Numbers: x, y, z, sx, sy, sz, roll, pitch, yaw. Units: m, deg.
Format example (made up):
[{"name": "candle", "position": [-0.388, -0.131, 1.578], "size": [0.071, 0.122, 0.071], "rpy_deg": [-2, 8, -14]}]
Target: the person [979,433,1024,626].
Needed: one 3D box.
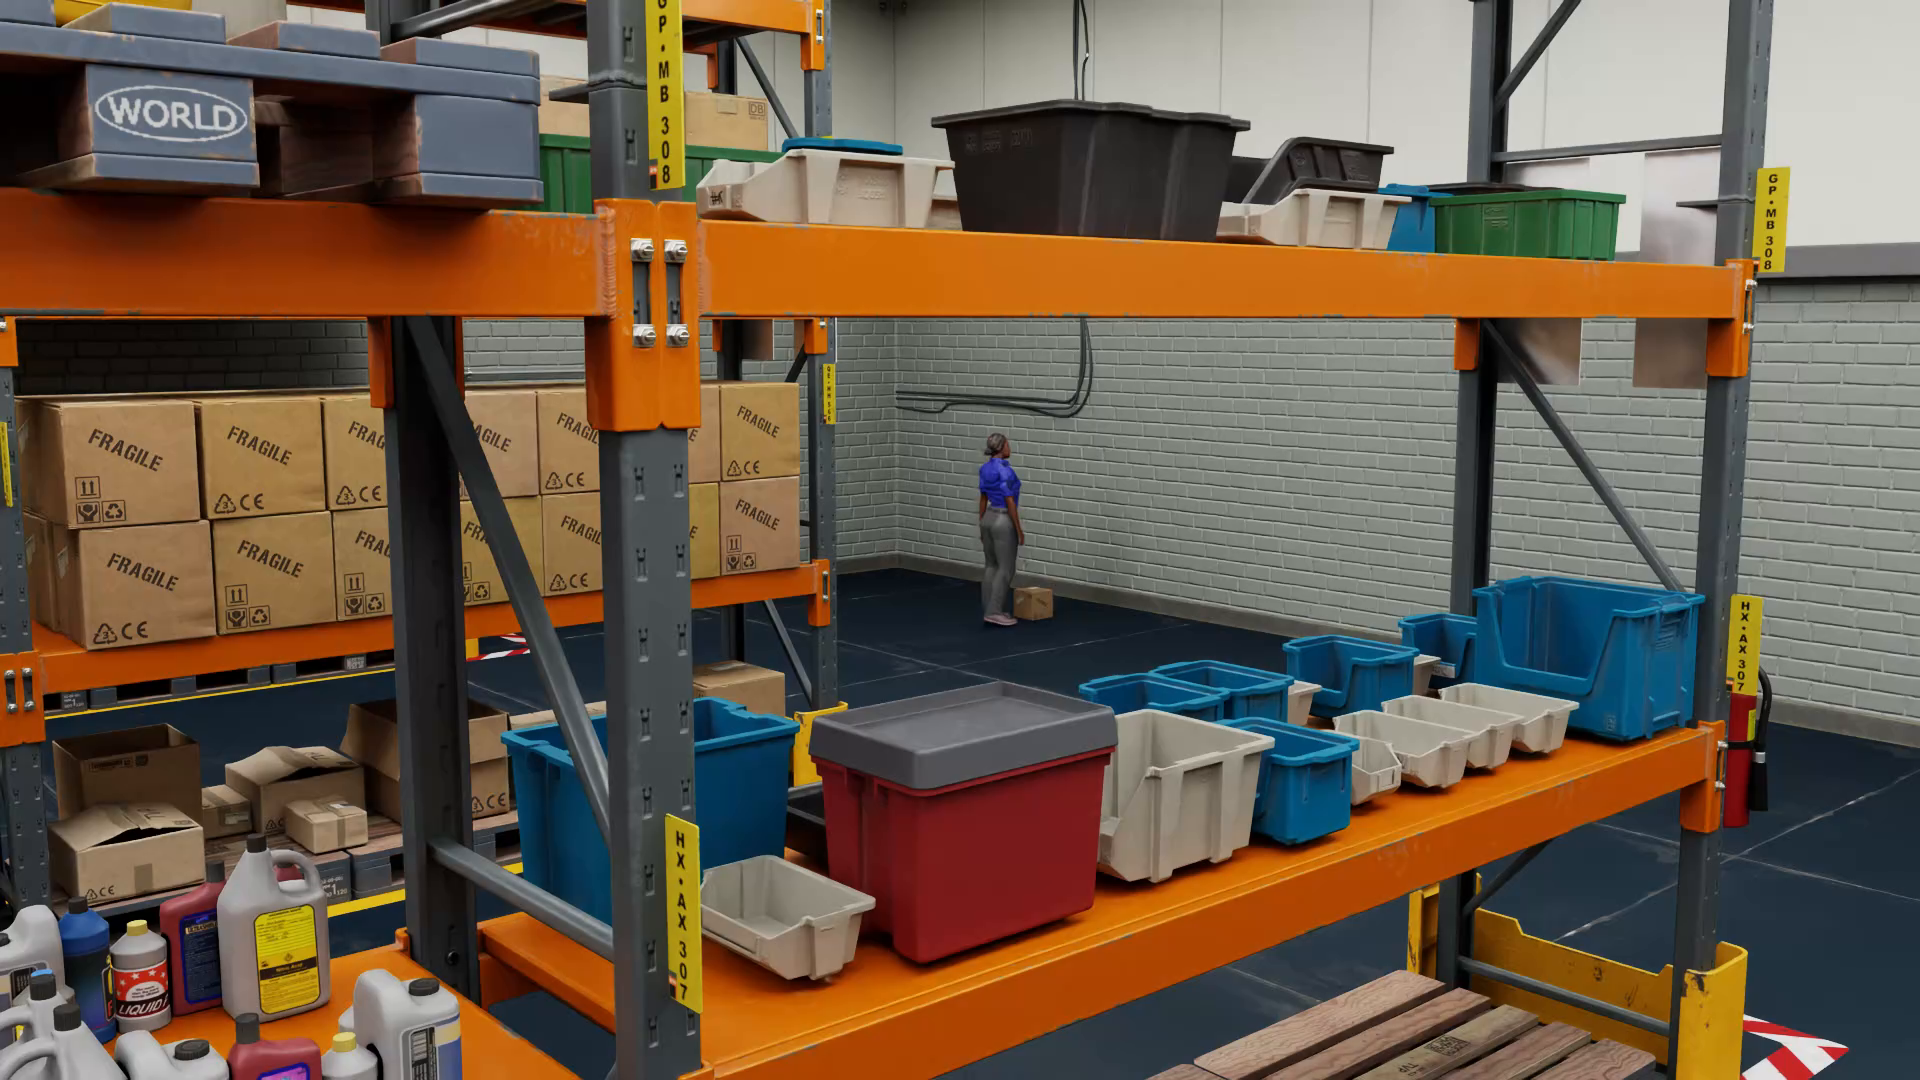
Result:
[{"name": "person", "position": [0.338, -0.100, 14.449], "size": [0.376, 1.660, 0.474], "rpy_deg": [-5, 9, -31]}]
